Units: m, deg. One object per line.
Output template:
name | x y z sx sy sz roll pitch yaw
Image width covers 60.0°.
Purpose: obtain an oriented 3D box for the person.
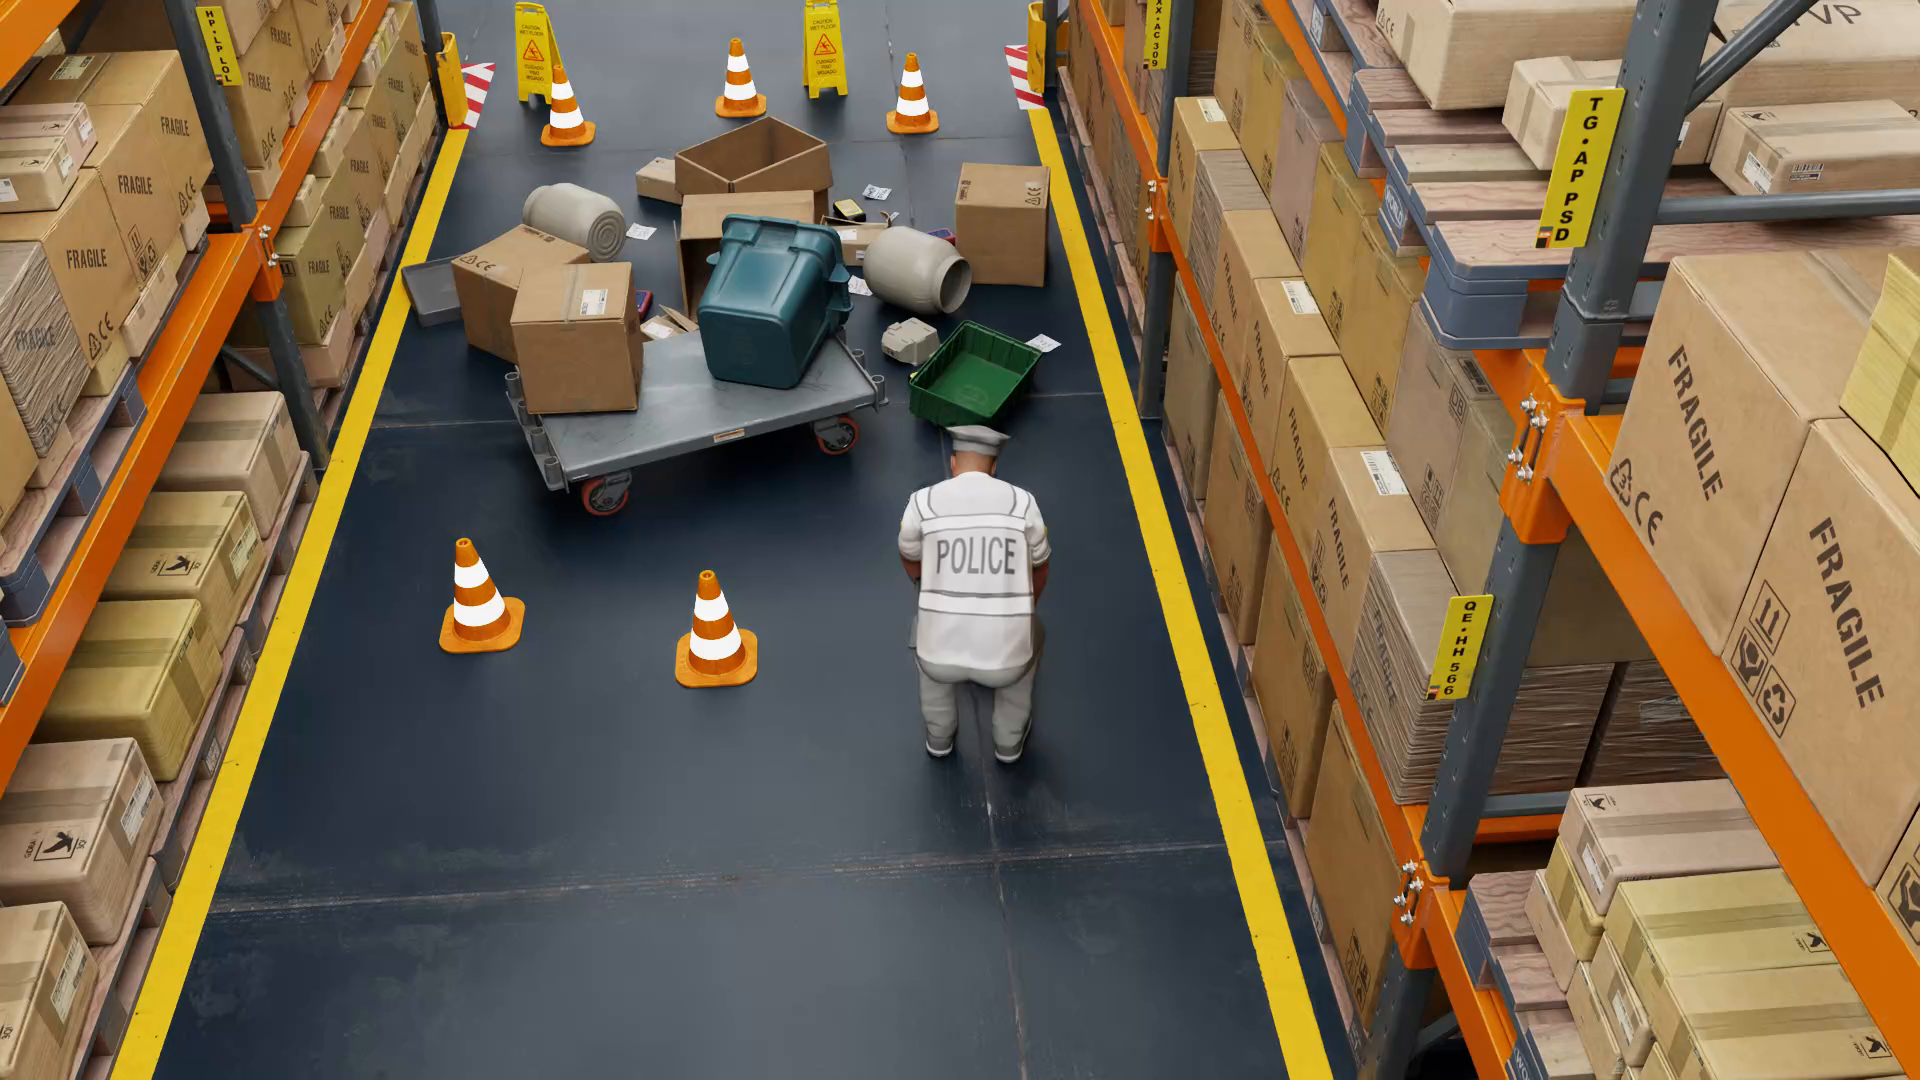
person | 0.039 0.232 6.301 0.577 1.205 0.900 5 39 6
